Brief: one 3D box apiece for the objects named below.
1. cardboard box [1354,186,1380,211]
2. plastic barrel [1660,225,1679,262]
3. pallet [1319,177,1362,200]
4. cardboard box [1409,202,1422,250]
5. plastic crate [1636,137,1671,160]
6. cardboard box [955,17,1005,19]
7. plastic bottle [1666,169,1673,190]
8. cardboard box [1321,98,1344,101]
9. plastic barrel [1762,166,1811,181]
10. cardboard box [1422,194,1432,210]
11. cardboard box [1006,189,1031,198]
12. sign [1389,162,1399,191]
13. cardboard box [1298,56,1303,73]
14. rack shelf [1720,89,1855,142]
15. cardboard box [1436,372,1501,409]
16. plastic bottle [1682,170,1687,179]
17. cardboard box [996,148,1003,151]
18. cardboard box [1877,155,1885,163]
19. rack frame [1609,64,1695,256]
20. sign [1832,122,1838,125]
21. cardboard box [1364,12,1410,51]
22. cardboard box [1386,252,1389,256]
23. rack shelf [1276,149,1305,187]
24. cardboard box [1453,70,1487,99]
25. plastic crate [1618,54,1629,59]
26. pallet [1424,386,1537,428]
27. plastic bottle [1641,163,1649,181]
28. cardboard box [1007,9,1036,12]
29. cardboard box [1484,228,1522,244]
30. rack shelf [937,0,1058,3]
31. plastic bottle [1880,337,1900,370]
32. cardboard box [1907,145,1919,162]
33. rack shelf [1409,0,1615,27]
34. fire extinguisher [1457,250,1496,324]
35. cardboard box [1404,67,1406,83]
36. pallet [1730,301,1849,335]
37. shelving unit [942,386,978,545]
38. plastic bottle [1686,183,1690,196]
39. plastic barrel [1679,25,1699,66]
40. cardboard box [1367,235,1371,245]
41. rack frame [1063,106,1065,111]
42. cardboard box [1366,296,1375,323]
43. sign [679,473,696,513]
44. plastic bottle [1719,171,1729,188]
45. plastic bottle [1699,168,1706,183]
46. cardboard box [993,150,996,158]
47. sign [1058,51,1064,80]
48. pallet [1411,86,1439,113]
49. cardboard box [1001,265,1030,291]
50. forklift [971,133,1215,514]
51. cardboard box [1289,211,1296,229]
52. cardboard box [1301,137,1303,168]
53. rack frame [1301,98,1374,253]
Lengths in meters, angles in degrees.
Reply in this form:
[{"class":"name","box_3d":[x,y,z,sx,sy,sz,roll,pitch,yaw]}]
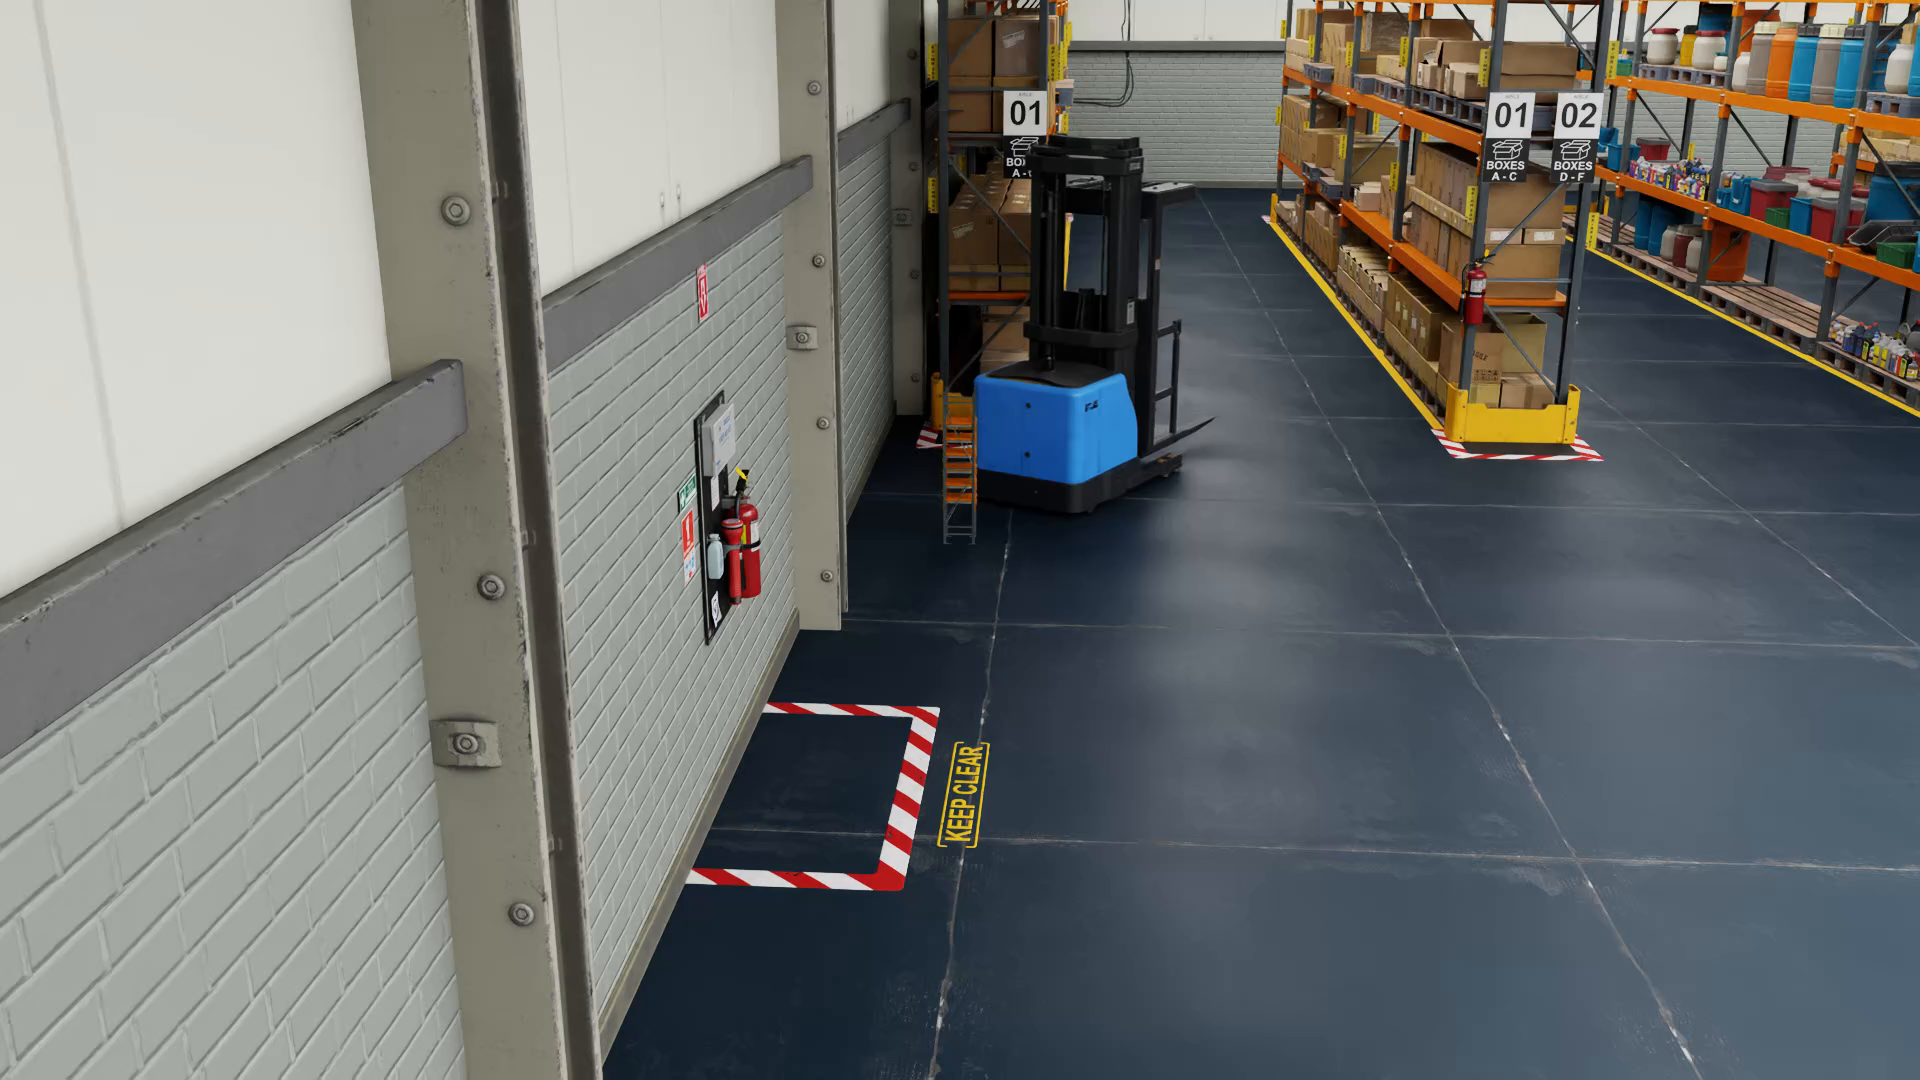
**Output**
[{"class":"cardboard box","box_3d":[5.561,-4.575,22.211,0.500,0.311,0.500,1,18,3]},{"class":"plastic barrel","box_3d":[10.809,-4.477,25.089,0.421,0.512,0.421,0,18,0]},{"class":"pallet","box_3d":[5.796,-5.012,23.709,1.213,0.211,1.003,1,18,4]},{"class":"cardboard box","box_3d":[5.506,-3.558,18.803,0.700,0.500,0.500,1,18,2]},{"class":"plastic crate","box_3d":[11.359,-6.352,27.292,0.402,0.464,0.583,1,18,4]},{"class":"cardboard box","box_3d":[0.202,-5.091,17.028,0.500,0.500,0.500,1,18,4]},{"class":"plastic bottle","box_3d":[10.466,-5.312,24.506,0.061,0.283,0.133,1,18,4]},{"class":"cardboard box","box_3d":[6.566,-7.436,29.032,0.500,0.500,0.500,2,18,5]},{"class":"plastic barrel","box_3d":[11.027,-4.693,22.209,0.600,0.536,0.708,1,18,4]},{"class":"cardboard box","box_3d":[5.267,-3.685,18.151,0.380,0.149,0.250,1,18,3]},{"class":"cardboard box","box_3d":[0.751,-3.426,17.565,0.500,0.500,0.500,2,18,6]},{"class":"sign","box_3d":[4.989,-4.170,19.100,0.100,0.325,0.005,1,18,4]},{"class":"cardboard box","box_3d":[5.948,-7.955,27.806,0.500,0.250,0.500,1,18,4]},{"class":"rack shelf","box_3d":[10.615,-5.241,20.440,1.077,0.370,4.000,1,18,4]},{"class":"cardboard box","box_3d":[4.988,-1.472,16.340,0.500,0.250,0.500,1,18,4]},{"class":"plastic bottle","box_3d":[10.601,-5.268,24.370,0.061,0.283,0.133,1,18,4]},{"class":"cardboard box","box_3d":[0.853,-5.110,22.835,0.700,0.500,0.500,-1,18,-3]},{"class":"cardboard box","box_3d":[15.808,-6.453,28.203,0.380,0.149,0.250,1,18,3]},{"class":"rack frame","box_3d":[11.045,-6.021,26.482,1.000,3.000,0.127,1,18,4]},{"class":"sign","box_3d":[15.719,-7.616,29.832,0.100,0.325,0.005,1,18,4]},{"class":"cardboard box","box_3d":[5.855,-6.974,22.806,0.500,0.500,0.500,1,18,4]},{"class":"cardboard box","box_3d":[5.995,-3.720,22.301,0.500,0.311,0.500,1,18,3]},{"class":"rack shelf","box_3d":[6.248,-6.412,28.830,1.077,0.370,4.000,1,18,4]},{"class":"cardboard box","box_3d":[5.064,-4.390,16.027,0.500,0.250,0.500,1,18,4]},{"class":"plastic crate","box_3d":[10.865,-7.951,27.745,0.437,0.282,0.530,1,18,4]},{"class":"pallet","box_3d":[5.257,-1.319,16.611,1.003,0.211,1.213,1,18,4]},{"class":"plastic bottle","box_3d":[10.570,-5.676,25.634,0.097,0.271,0.097,0,18,0]},{"class":"cardboard box","box_3d":[0.981,-8.422,27.193,0.500,0.500,0.500,1,18,3]},{"class":"cardboard box","box_3d":[5.082,-2.885,15.707,0.380,0.149,0.250,1,18,3]},{"class":"rack shelf","box_3d":[0.446,-5.644,16.857,1.077,0.370,4.000,1,18,4]},{"class":"plastic bottle","box_3d":[9.942,-1.997,17.748,0.144,0.351,0.185,2,18,6]},{"class":"cardboard box","box_3d":[15.790,-6.285,27.048,0.500,0.250,0.500,2,18,6]},{"class":"rack shelf","box_3d":[5.388,-5.346,16.585,1.077,0.370,4.000,1,18,4]},{"class":"fire extinguisher","box_3d":[4.773,-2.343,15.380,0.296,0.674,0.183,1,18,4]},{"class":"cardboard box","box_3d":[5.621,-5.564,19.835,0.500,0.250,0.500,0,18,-1]},{"class":"pallet","box_3d":[10.574,-2.836,21.240,1.003,0.211,1.213,1,18,4]},{"class":"shelving unit","box_3d":[-0.001,-0.566,12.722,0.258,1.200,0.189,1,18,4]},{"class":"plastic bottle","box_3d":[10.426,-5.018,23.737,0.097,0.201,0.097,0,18,0]},{"class":"plastic barrel","box_3d":[11.182,-7.448,25.041,0.600,0.588,0.600,0,18,0]},{"class":"cardboard box","box_3d":[6.167,-4.210,24.261,0.500,0.500,0.500,1,18,2]},{"class":"rack frame","box_3d":[1.450,-7.485,30.948,1.000,3.000,0.127,1,18,4]},{"class":"cardboard box","box_3d":[5.310,-2.834,20.495,0.500,0.250,0.500,1,18,3]},{"class":"sign","box_3d":[-1.288,-0.223,7.877,0.001,0.109,0.331,1,18,4]},{"class":"plastic bottle","box_3d":[11.211,-5.278,24.412,0.152,0.276,0.135,1,18,4]},{"class":"plastic bottle","box_3d":[11.125,-5.444,24.925,0.097,0.271,0.097,0,18,0]},{"class":"cardboard box","box_3d":[0.647,-5.351,23.766,0.500,0.500,0.500,1,18,4]},{"class":"sign","box_3d":[1.132,-5.419,18.997,0.100,0.325,0.005,1,18,4]},{"class":"pallet","box_3d":[5.496,-4.766,17.977,1.003,0.211,1.213,1,18,4]},{"class":"cardboard box","box_3d":[0.655,-2.598,16.244,0.500,0.250,0.500,1,18,2]},{"class":"forklift","box_3d":[1.315,-2.010,14.350,1.130,2.935,3.031,11,21,31]},{"class":"cardboard box","box_3d":[5.916,-5.481,28.443,0.500,0.311,0.500,1,18,4]},{"class":"cardboard box","box_3d":[5.884,-6.342,27.298,0.500,0.500,0.500,2,18,5]},{"class":"rack frame","box_3d":[6.105,-6.133,26.823,1.000,3.000,0.127,1,18,4]}]
